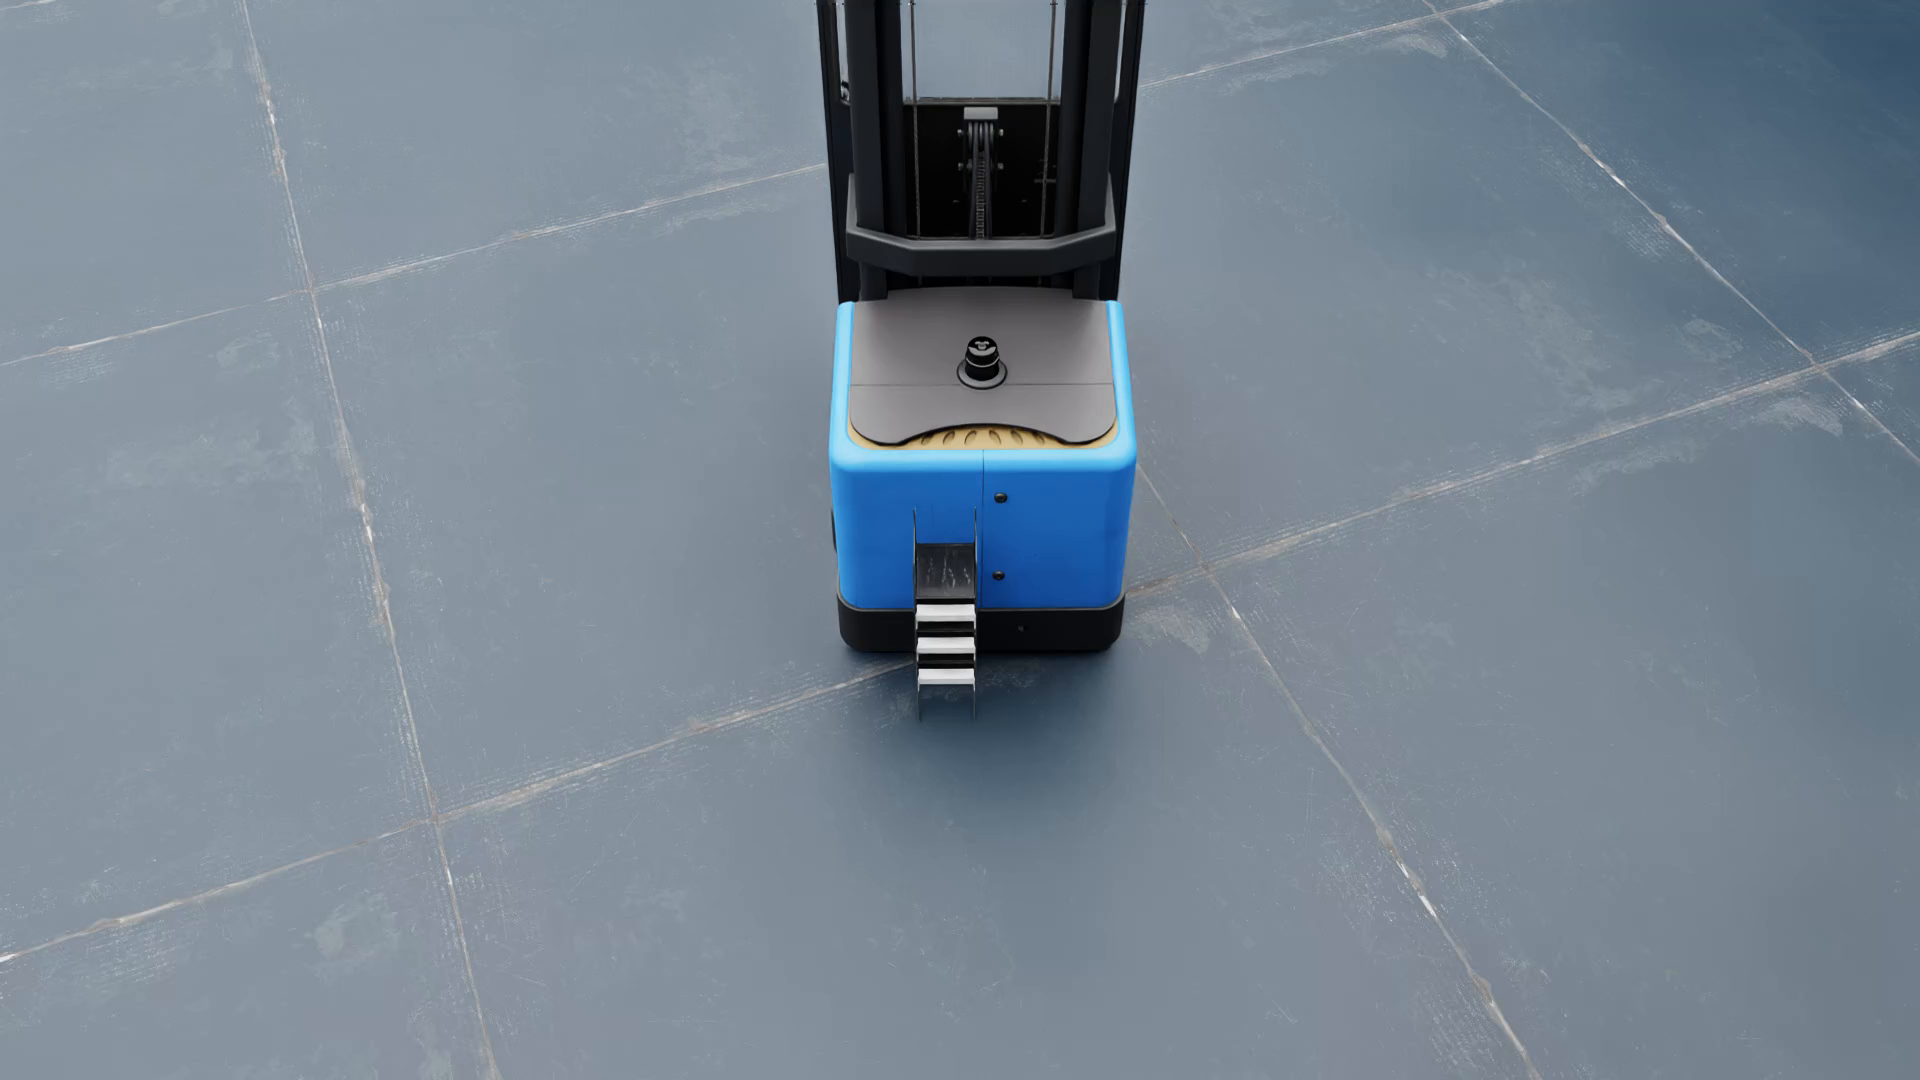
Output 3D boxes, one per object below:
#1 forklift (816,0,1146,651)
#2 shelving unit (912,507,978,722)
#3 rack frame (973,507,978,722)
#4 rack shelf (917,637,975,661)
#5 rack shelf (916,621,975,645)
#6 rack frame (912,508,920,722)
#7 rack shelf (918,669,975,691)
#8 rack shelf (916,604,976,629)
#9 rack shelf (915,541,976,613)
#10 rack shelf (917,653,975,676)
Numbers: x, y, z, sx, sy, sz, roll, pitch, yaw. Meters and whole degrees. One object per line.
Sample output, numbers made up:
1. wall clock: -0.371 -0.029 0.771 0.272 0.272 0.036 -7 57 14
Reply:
1. forklift: 0.067 -1.648 6.074 1.130 2.935 3.031 0 49 0
2. shelving unit: -0.049 0.276 5.760 0.210 0.900 0.258 0 50 0
3. rack frame: 0.053 0.276 5.760 0.006 0.900 0.240 0 50 0
4. rack shelf: -0.049 0.298 5.785 0.200 0.077 0.258 0 50 0
5. rack shelf: -0.049 0.239 5.717 0.200 0.077 0.258 0 50 0
6. rack frame: -0.150 0.277 5.759 0.006 0.900 0.240 0 50 0
7. rack shelf: -0.049 0.415 5.922 0.200 0.077 0.258 0 50 0
8. rack shelf: -0.049 0.181 5.648 0.200 0.077 0.258 0 50 0
9. rack shelf: -0.049 0.123 5.580 0.200 0.077 0.258 0 50 0
10. rack shelf: -0.049 0.356 5.854 0.200 0.077 0.258 0 50 0
